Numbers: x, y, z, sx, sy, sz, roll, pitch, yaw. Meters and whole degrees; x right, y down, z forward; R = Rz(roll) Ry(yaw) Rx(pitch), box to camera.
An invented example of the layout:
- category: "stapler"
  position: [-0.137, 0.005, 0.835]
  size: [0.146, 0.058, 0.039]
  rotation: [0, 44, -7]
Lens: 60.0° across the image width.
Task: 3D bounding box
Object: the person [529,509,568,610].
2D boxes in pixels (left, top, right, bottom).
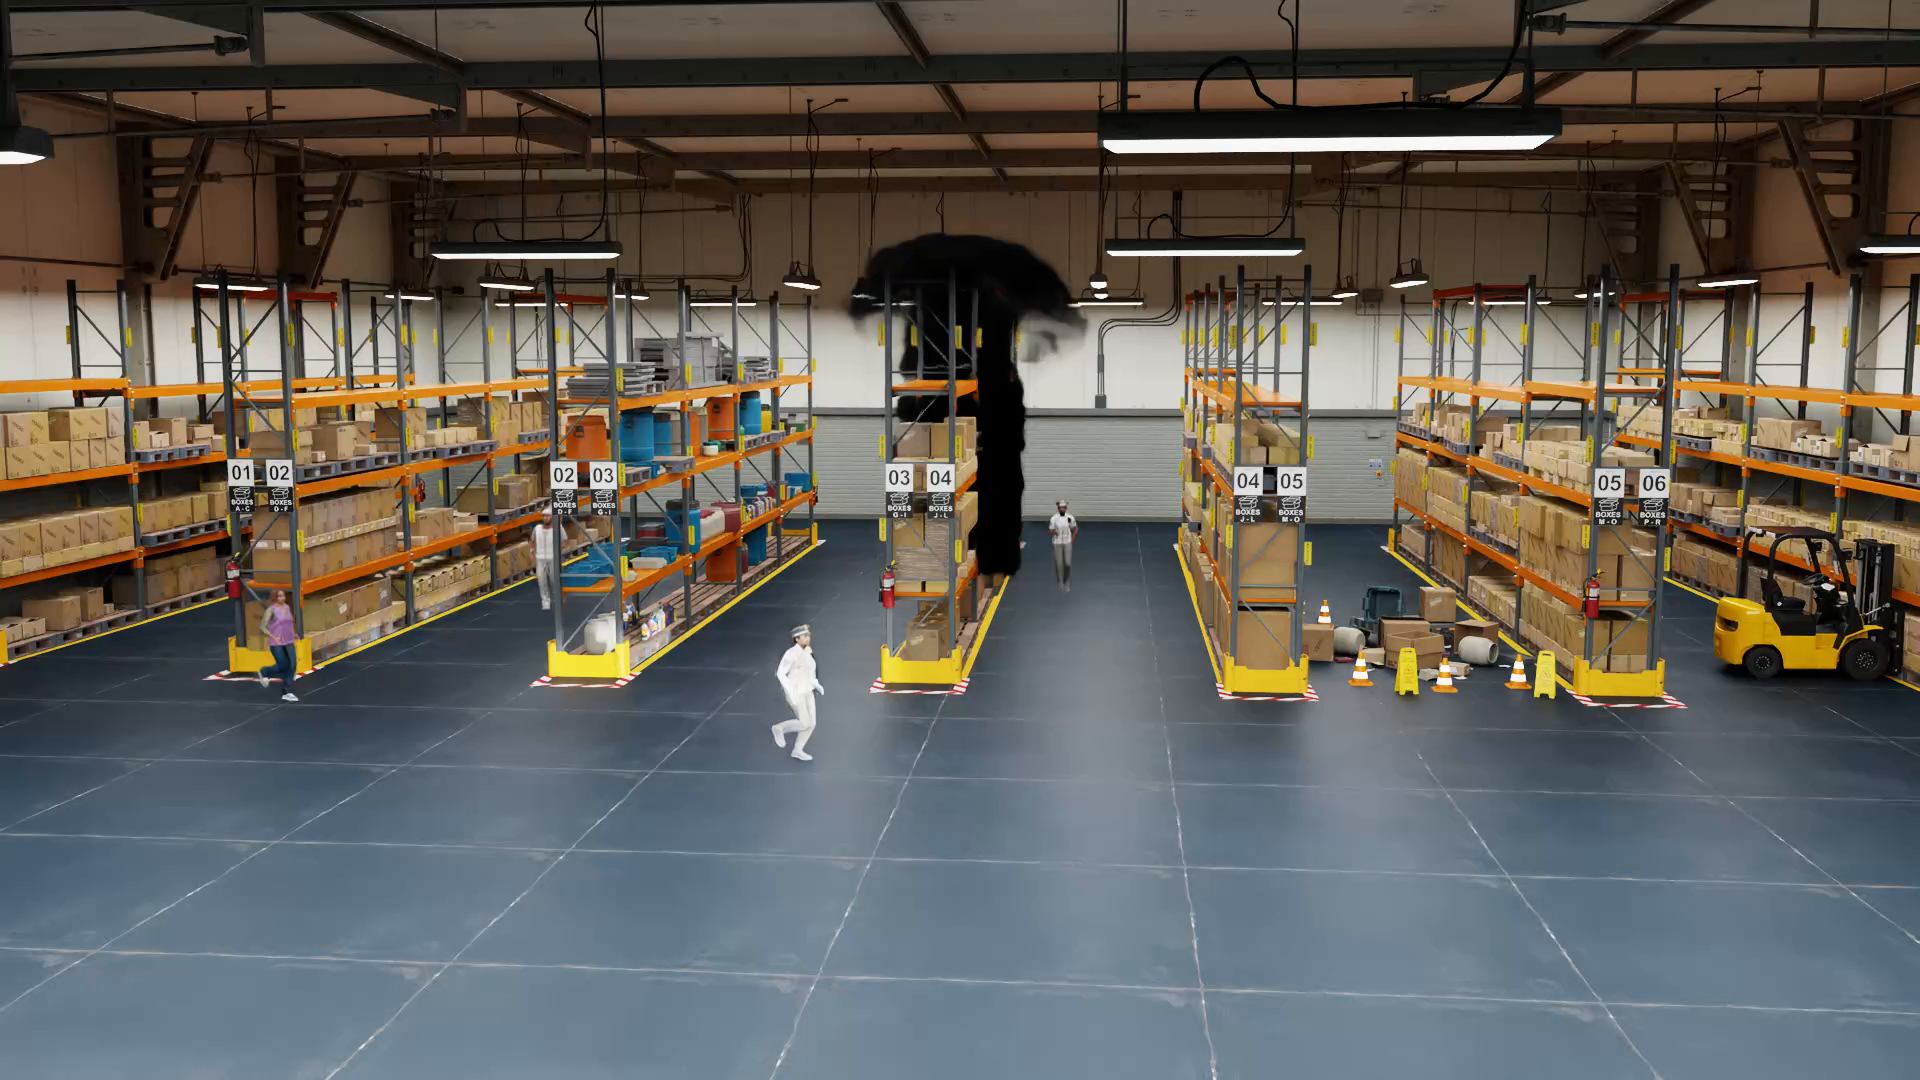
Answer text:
- category: "person"
  position: [-7.183, 0.331, 28.979]
  size: [0.671, 1.750, 0.656]
  rotation: [0, 7, 1]

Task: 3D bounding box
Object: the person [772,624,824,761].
- category: "person"
  position: [-1.940, 1.801, 19.803]
  size: [0.581, 1.644, 0.605]
  rotation: [5, 8, 33]

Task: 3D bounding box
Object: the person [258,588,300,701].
- category: "person"
  position: [-9.456, 1.443, 23.079]
  size: [0.652, 1.571, 0.545]
  rotation: [3, 8, 26]

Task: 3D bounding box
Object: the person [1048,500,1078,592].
- category: "person"
  position: [1.940, 0.115, 31.191]
  size: [0.560, 1.744, 0.603]
  rotation: [0, 7, 2]
